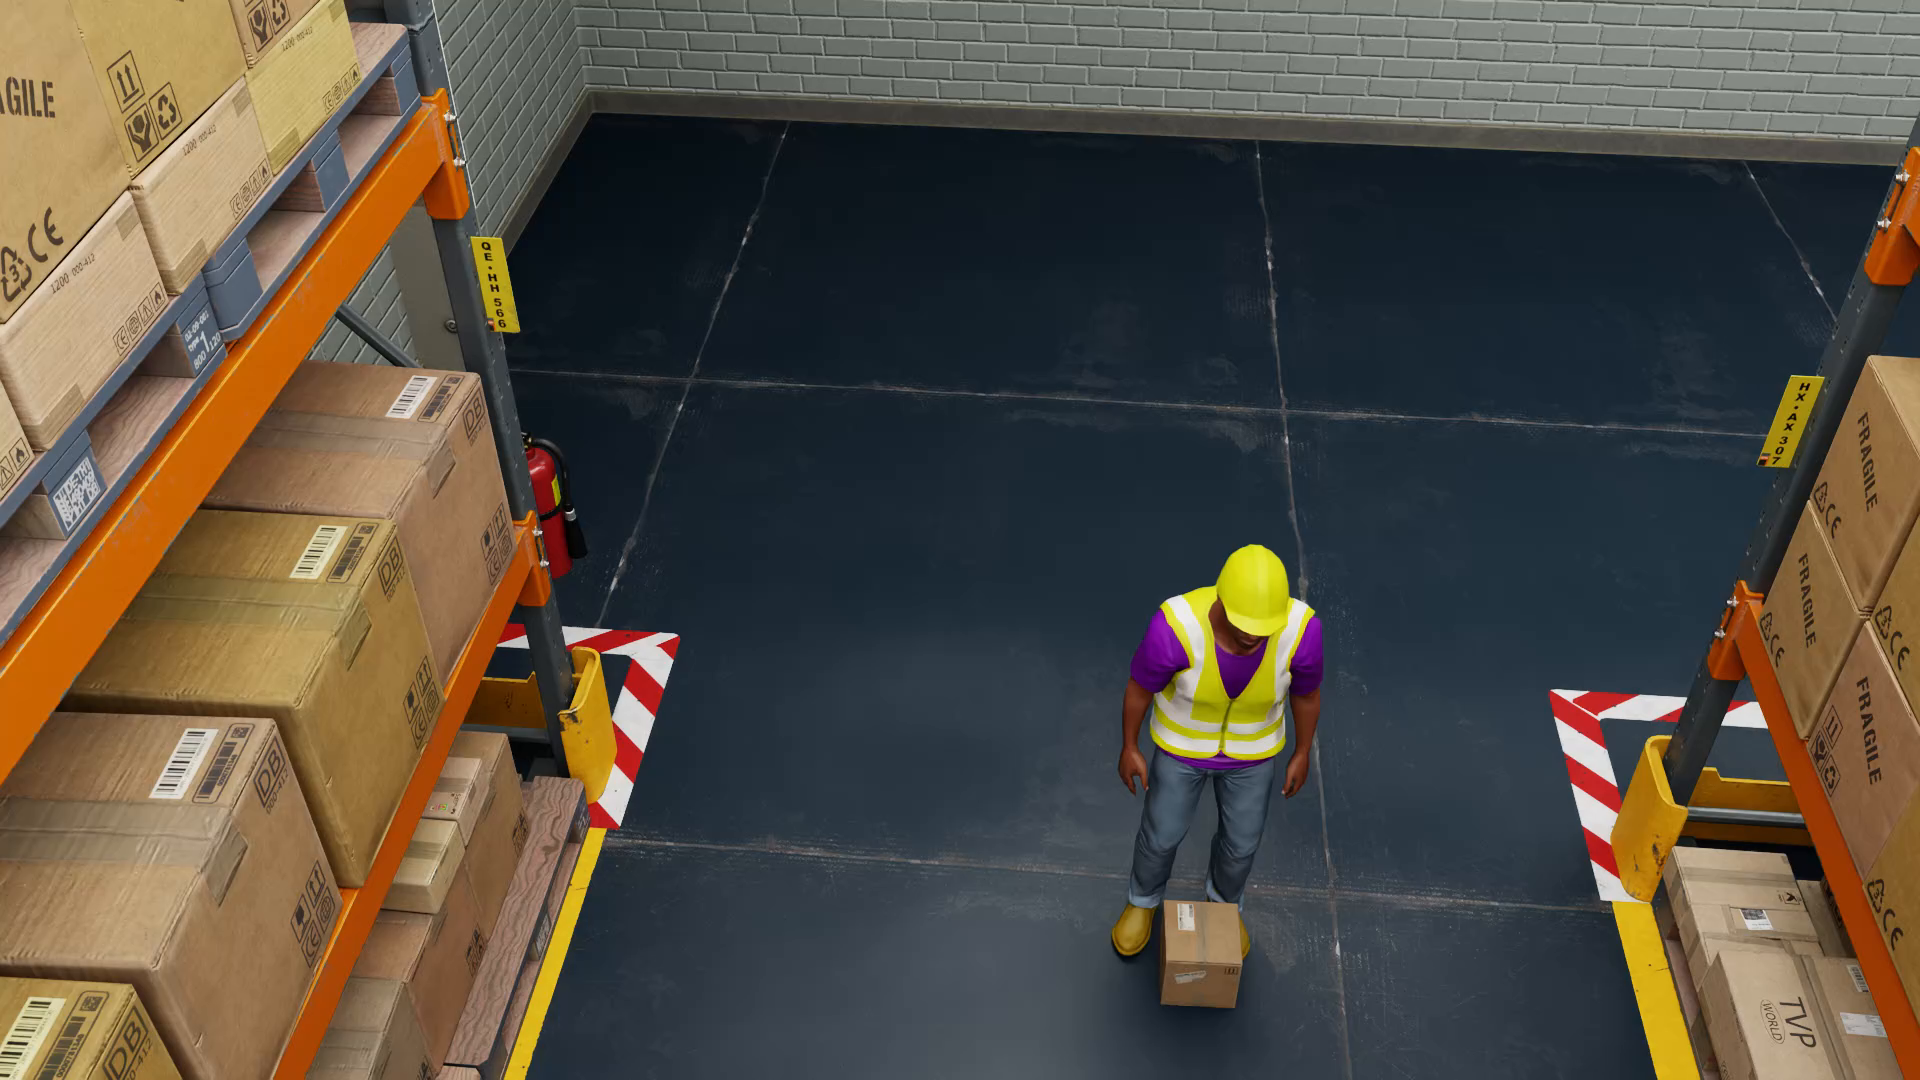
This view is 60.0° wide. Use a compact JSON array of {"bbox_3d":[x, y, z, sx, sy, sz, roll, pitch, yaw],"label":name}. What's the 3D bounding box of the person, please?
[{"bbox_3d":[0.823,0.680,5.328,0.626,1.759,0.463,2,40,2],"label":"person"}]
